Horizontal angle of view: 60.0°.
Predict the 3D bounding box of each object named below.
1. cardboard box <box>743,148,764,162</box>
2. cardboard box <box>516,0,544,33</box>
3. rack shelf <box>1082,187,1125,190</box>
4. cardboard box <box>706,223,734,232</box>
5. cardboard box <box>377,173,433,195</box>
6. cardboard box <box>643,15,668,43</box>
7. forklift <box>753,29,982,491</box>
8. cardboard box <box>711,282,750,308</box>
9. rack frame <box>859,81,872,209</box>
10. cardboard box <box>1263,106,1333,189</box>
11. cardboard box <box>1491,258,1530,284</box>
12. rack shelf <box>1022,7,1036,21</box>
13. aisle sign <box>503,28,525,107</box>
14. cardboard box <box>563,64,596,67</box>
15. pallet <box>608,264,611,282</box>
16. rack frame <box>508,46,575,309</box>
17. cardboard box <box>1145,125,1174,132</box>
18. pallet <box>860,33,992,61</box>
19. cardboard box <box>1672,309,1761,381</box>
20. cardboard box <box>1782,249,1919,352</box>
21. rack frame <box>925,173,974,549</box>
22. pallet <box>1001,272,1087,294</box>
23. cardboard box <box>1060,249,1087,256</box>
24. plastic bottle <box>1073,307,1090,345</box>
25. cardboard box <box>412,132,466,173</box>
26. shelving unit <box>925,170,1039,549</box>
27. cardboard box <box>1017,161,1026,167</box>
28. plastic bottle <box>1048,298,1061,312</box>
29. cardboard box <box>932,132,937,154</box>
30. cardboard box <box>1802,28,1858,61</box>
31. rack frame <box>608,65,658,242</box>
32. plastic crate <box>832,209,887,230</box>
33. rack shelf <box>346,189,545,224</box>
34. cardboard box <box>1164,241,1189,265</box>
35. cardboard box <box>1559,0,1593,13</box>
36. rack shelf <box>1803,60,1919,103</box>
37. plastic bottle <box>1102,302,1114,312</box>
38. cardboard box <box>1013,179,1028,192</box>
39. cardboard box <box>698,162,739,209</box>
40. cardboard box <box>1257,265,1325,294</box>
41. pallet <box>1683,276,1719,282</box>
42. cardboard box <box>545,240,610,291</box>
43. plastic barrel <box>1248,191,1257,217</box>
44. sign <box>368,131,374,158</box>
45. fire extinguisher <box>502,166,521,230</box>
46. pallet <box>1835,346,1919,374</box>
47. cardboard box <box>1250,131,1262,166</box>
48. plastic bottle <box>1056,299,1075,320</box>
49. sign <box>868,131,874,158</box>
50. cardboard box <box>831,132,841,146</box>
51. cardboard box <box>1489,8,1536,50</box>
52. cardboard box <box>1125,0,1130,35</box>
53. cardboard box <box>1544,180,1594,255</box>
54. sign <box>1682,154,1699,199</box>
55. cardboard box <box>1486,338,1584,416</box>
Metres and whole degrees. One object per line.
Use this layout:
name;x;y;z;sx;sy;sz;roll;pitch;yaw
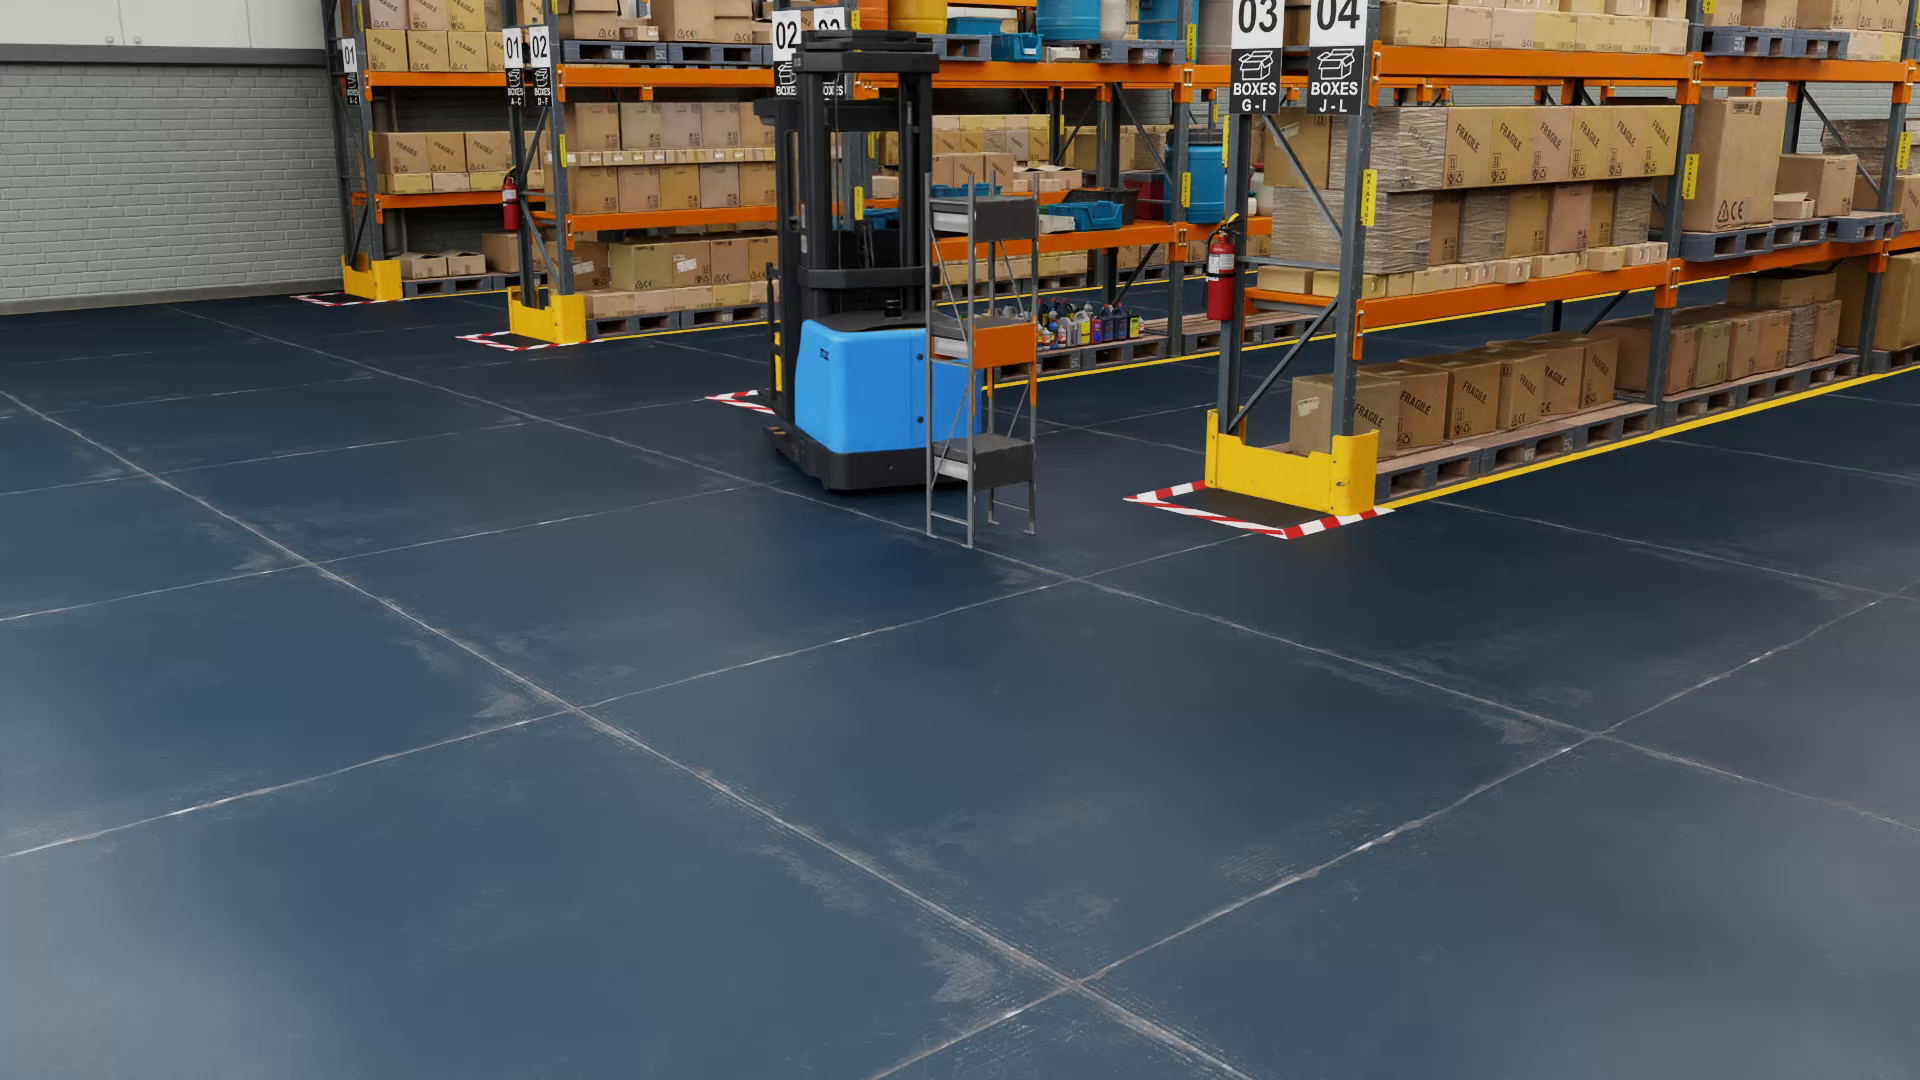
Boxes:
cardboard box;-2.440;-4.385;18.904;0.250;0.149;0.380;-12;19;-38
cardboard box;-5.665;-6.957;22.000;0.500;0.500;0.500;-14;20;-41
rack shelf;3.110;-4.995;24.031;4.000;0.370;1.077;-13;19;-39
cardboard box;-3.770;-4.520;24.850;0.500;0.500;0.700;-13;20;-40
cardboard box;-7.112;-4.570;21.299;0.500;0.250;0.500;-13;20;-41
cardboard box;-3.319;-5.666;18.423;0.500;0.311;0.500;-10;18;-33
forklift;-0.812;-2.071;11.823;1.130;2.935;3.031;-5;16;-19
cardboard box;-2.751;-2.824;19.025;0.500;0.250;0.500;-13;19;-39
rack frame;-1.417;-4.326;20.133;0.127;3.000;1.000;-13;19;-39
cardboard box;2.319;-2.536;10.722;0.500;0.500;0.500;-13;19;-39
cardboard box;3.633;-1.835;11.294;0.250;0.149;0.380;-13;19;-39
rack shelf;2.873;-9.341;29.453;4.000;0.370;1.077;-13;19;-39
aisle sign;-4.676;-4.950;17.433;0.004;0.787;0.394;-13;19;-39
cardboard box;-5.280;-6.580;22.527;0.500;0.500;0.500;14;20;42
pallet;-5.155;-3.822;23.649;1.213;0.211;1.003;-13;19;-39
rack frame;-4.434;-3.648;17.596;0.127;3.000;1.000;-13;19;-39
cardboard box;3.462;-7.254;30.512;0.700;0.700;0.980;-13;20;-40
pallet;-0.497;-4.163;14.074;1.213;0.211;1.003;-13;19;-39
cardboard box;6.355;-1.674;14.194;0.700;0.500;0.500;14;20;42
cardboard box;8.635;-2.364;16.090;0.875;0.875;1.225;-14;20;-42
rack frame;-0.059;-1.001;9.429;0.015;2.100;0.400;-13;19;-39
pallet;0.954;-3.525;22.536;1.213;0.211;1.003;-13;19;-39
cardboard box;1.367;-4.012;22.386;0.500;0.311;0.500;-12;19;-38
plastic bottle;1.147;-2.041;15.861;0.185;0.351;0.144;-13;20;-40
cardboard box;-6.752;-5.016;21.514;0.500;0.500;0.500;-13;19;-39
shelving unit;0.125;-1.042;9.584;0.503;2.100;0.431;-13;19;-39
cardboard box;0.895;-6.338;28.115;0.250;0.149;0.380;-12;19;-38
plastic bottle;0.951;-2.238;16.596;0.185;0.351;0.144;-12;19;-38
cardboard box;-0.718;-6.288;26.671;0.500;0.500;0.500;-12;19;-38
cardboard box;7.157;-4.152;13.958;0.500;0.250;0.500;-12;19;-38
rack frame;-4.671;-5.290;23.741;0.127;3.000;1.000;-13;19;-39
plastic crate;-1.004;-2.755;14.538;0.616;0.251;0.499;-13;19;-39
rack shelf;-6.180;-4.603;22.565;4.000;0.370;1.077;-13;19;-39
cardboard box;2.905;-4.204;23.667;0.500;0.500;0.500;-13;20;-40
cardboard box;4.037;-3.631;11.235;0.250;0.149;0.380;-12;19;-37
rack shelf;9.610;-4.515;16.422;4.000;0.370;1.077;-13;19;-39
plastic bottle;1.441;-2.157;16.292;0.185;0.351;0.144;-13;19;-39
cardboard box;0.676;-4.655;21.852;0.250;0.149;0.380;-11;18;-35
cardboard box;-2.907;-4.036;18.854;0.500;0.500;0.700;-12;19;-38
cardboard box;2.145;-1.686;10.737;0.250;0.149;0.380;-13;19;-39
pallet;10.237;-3.915;23.996;1.213;0.211;1.003;-13;19;-39
cardboard box;-4.225;-3.034;18.357;0.500;0.500;0.500;-13;19;-39
plastic barrel;2.931;-3.489;17.266;0.301;0.262;0.301;0;15;0
sign;-7.332;-4.925;20.697;0.005;0.325;0.100;-13;19;-39
fire extinguisher;-4.828;-3.681;17.870;0.183;0.674;0.296;-13;19;-39
pallet;8.745;-1.846;16.252;1.213;0.211;1.003;-13;19;-39
cardboard box;4.114;-5.896;25.002;0.700;0.500;0.500;8;17;28
plastic bottle;1.045;-2.210;16.491;0.185;0.351;0.144;-13;19;-39
sign;-1.051;-4.675;19.608;0.005;0.325;0.100;-13;19;-39
cardboard box;-1.747;-4.925;19.667;0.500;0.500;0.700;-13;19;-39
cardboard box;3.360;-3.299;10.766;0.500;0.250;0.500;-13;20;-40
cardboard box;1.934;-7.057;22.413;0.500;0.500;0.500;-13;19;-39
cardboard box;3.992;-2.342;11.937;0.500;0.500;0.875;-13;19;-39
sign;5.445;-2.711;12.408;0.005;0.325;0.100;-13;19;-39
cardboard box;4.328;-1.234;12.586;0.500;0.500;0.500;-6;16;-22
